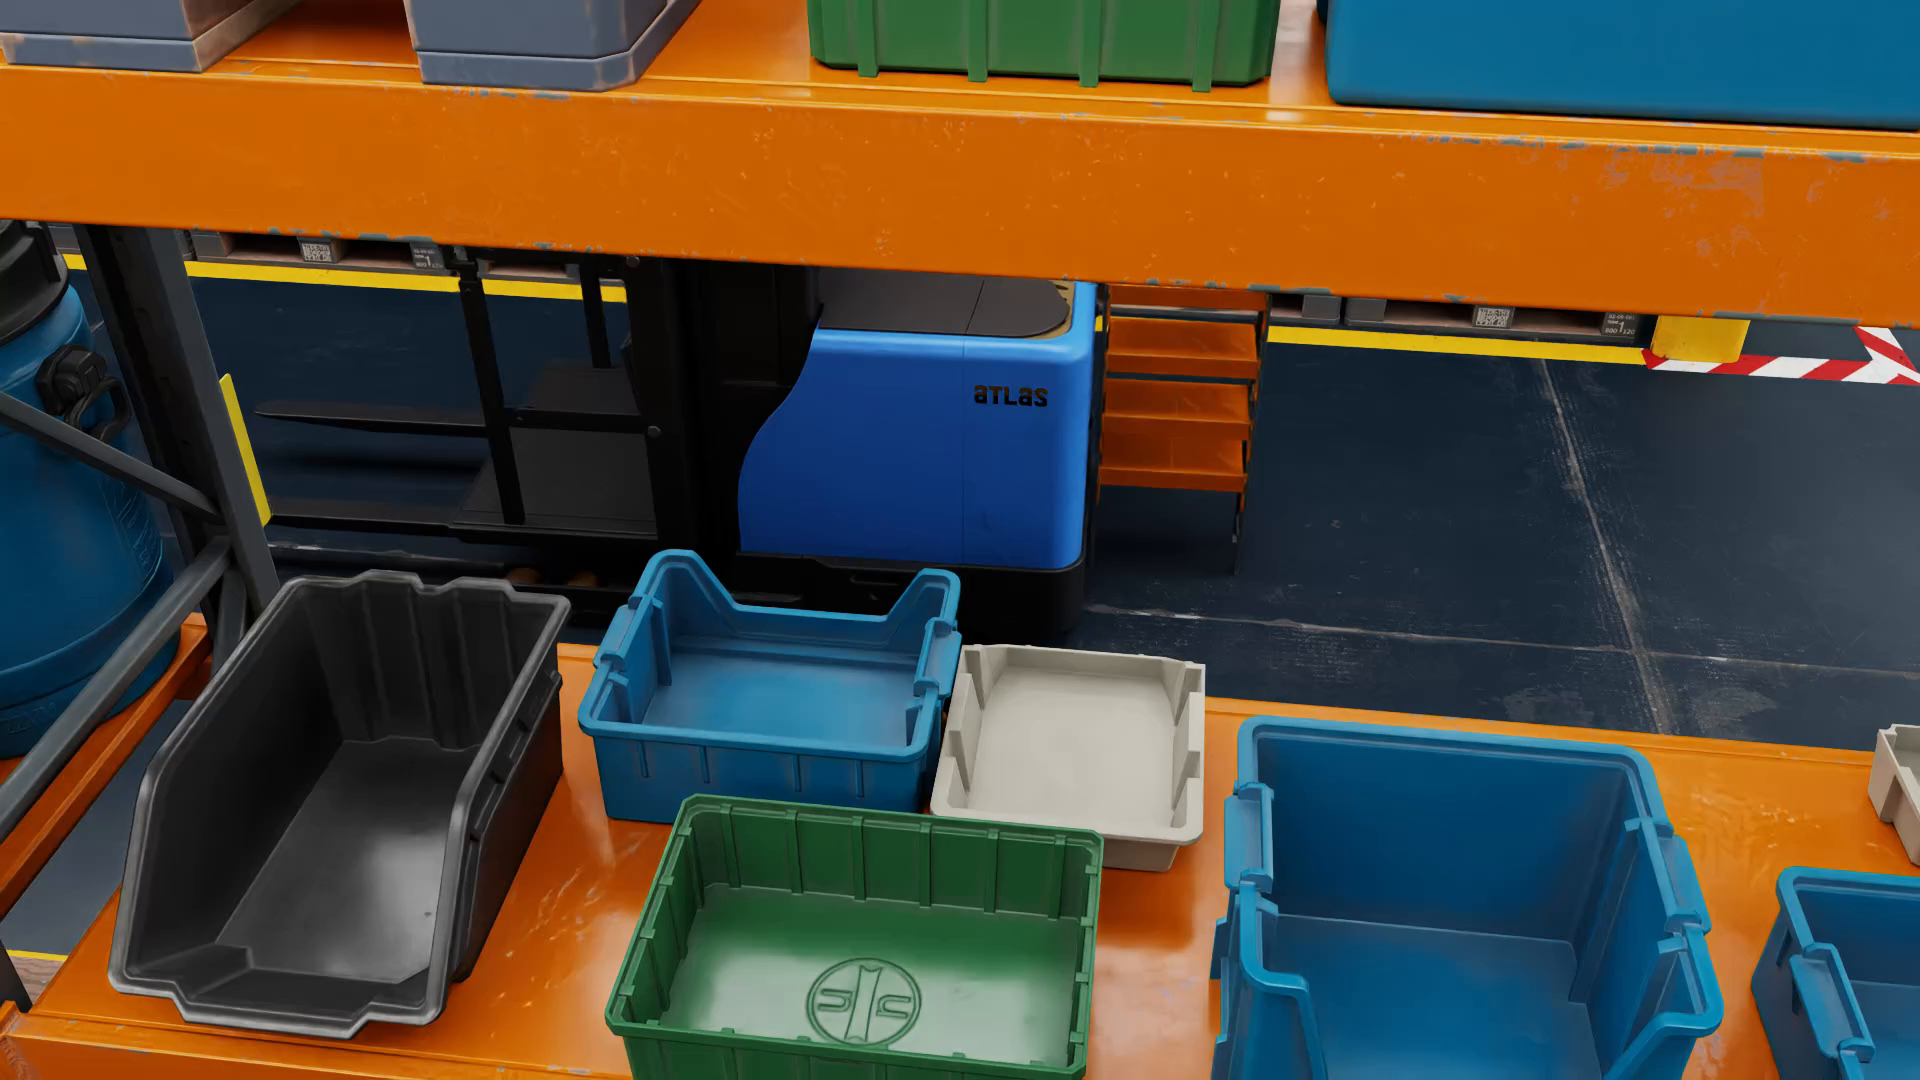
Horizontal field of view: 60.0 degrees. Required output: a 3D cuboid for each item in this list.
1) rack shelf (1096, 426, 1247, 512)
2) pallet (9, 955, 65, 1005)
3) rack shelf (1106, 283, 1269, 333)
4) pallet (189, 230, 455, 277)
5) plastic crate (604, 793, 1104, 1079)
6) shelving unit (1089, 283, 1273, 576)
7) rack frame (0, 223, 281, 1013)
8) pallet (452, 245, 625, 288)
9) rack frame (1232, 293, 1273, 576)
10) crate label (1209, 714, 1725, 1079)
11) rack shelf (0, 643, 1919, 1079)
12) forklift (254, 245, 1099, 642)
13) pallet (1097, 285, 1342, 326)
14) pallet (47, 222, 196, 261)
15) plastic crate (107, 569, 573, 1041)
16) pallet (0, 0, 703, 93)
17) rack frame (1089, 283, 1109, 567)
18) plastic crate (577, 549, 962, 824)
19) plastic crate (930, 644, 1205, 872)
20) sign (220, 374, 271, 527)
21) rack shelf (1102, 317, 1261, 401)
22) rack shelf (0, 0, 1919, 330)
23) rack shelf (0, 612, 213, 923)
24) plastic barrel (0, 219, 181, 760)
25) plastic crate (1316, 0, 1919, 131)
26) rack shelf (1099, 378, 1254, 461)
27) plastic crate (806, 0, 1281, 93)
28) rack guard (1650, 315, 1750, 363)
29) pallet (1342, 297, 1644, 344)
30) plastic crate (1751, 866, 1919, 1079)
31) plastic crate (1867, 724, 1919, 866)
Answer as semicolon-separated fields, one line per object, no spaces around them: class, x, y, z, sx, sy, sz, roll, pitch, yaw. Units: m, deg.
rack shelf;0.698;-0.236;5.506;0.480;0.148;0.258;3;36;5
pallet;-2.228;1.379;3.636;1.213;0.211;1.003;4;36;6
rack shelf;0.698;-0.772;5.123;0.480;0.148;0.258;3;36;5
pallet;-2.799;-1.584;7.788;1.213;0.211;1.003;4;36;6
plastic crate;-0.134;0.629;2.468;0.662;0.188;0.450;4;36;6
shelving unit;0.698;-0.452;5.351;0.503;1.200;0.258;3;36;5
rack frame;-1.444;0.280;2.775;0.127;3.000;1.000;4;36;6
pallet;-1.586;-1.496;7.664;1.213;0.211;1.003;4;36;6
rack frame;0.940;-0.438;5.331;0.015;1.200;0.240;3;36;5
crate label;0.663;0.581;2.323;0.616;0.435;0.502;4;36;6
rack shelf;0.539;0.721;2.777;4.000;0.370;1.077;4;36;6
forklift;-1.079;-1.227;4.946;3.031;2.935;1.130;3;36;5
pallet;1.071;-1.321;7.419;1.213;0.211;1.003;4;36;6
pallet;-4.006;-1.676;7.917;1.213;0.211;1.003;4;36;6
plastic crate;-0.941;0.417;2.637;0.504;0.338;0.767;4;36;6
pallet;-0.716;-0.867;1.963;1.003;0.211;1.213;4;36;6
rack frame;0.455;-0.467;5.371;0.015;1.200;0.240;3;36;5
plastic crate;-0.312;0.266;2.923;0.616;0.251;0.499;4;36;6
plastic crate;0.199;0.362;2.888;0.437;0.136;0.530;4;36;6
sign;-1.363;-0.149;3.138;0.005;0.325;0.100;4;36;6
rack shelf;0.698;-0.580;5.260;0.480;0.148;0.258;3;36;5
rack shelf;0.539;-0.500;1.906;4.000;0.370;1.077;4;36;6
rack shelf;-3.428;0.425;3.192;4.000;0.370;1.077;4;36;6
plastic barrel;-1.789;-0.127;2.914;0.708;0.901;0.600;4;36;6
plastic crate;0.593;-0.606;1.449;0.575;0.384;0.392;4;36;6
rack shelf;0.698;-0.398;5.390;0.480;0.148;0.258;3;36;5
plastic crate;0.086;-0.581;1.582;0.450;0.188;0.336;4;36;6
rack guard;3.079;-1.266;7.093;0.348;0.500;1.175;4;36;6
pallet;2.277;-1.229;7.290;1.213;0.211;1.003;4;36;6
plastic crate;1.345;0.721;2.286;0.408;0.251;0.499;4;36;6
plastic crate;1.677;0.432;2.790;0.250;0.136;0.298;4;36;6
